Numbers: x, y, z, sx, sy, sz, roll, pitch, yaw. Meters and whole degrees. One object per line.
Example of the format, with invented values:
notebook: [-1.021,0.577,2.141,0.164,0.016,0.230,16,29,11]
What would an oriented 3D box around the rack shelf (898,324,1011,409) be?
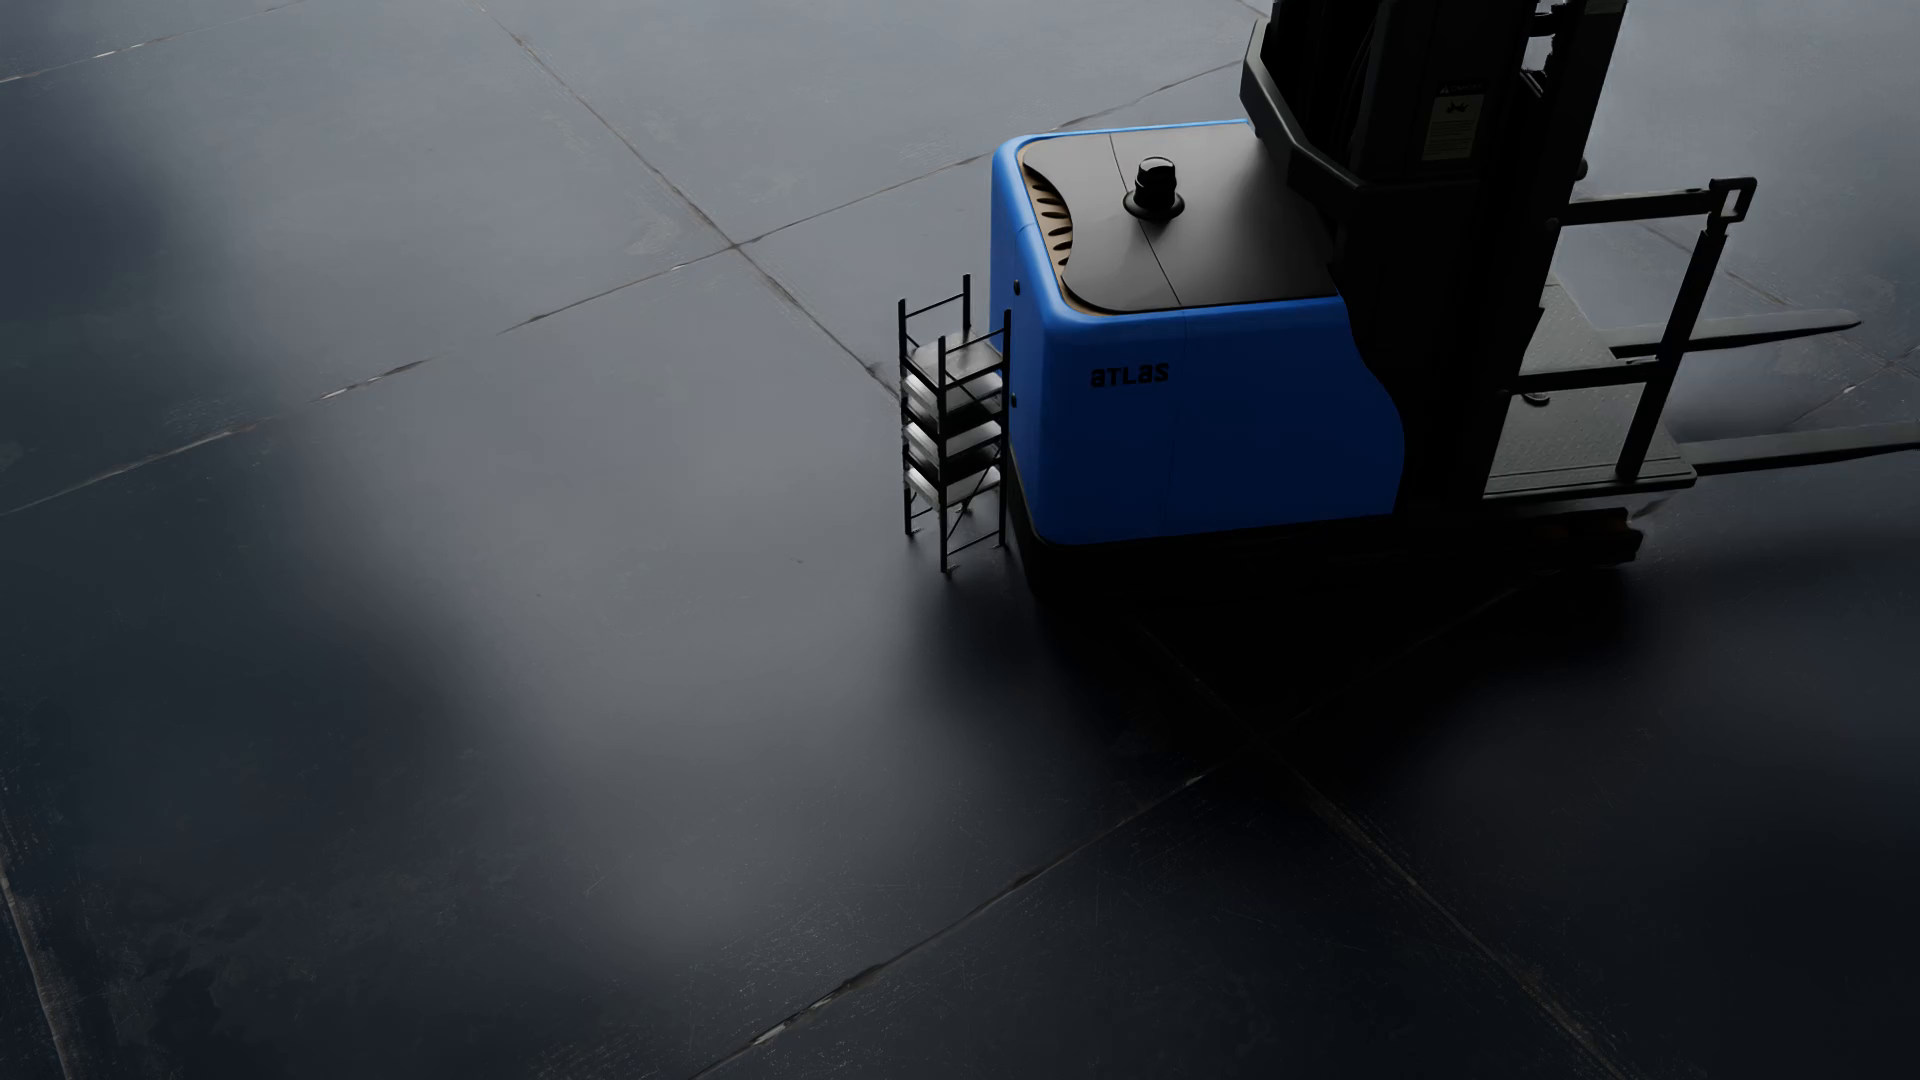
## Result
rack shelf: [-0.015,-0.501,4.780,0.258,0.077,0.200,-25,49,-24]

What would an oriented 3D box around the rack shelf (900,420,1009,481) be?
rack shelf: [-0.015,-0.305,4.966,0.258,0.077,0.200,-25,49,-24]

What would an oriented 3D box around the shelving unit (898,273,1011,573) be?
shelving unit: [-0.015,-0.329,4.943,0.258,0.900,0.210,-25,49,-24]

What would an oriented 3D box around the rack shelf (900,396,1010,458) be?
rack shelf: [-0.015,-0.370,4.904,0.258,0.077,0.200,-25,49,-24]

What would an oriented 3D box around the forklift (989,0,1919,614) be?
forklift: [1.644,-1.308,4.497,3.031,2.935,1.130,-6,44,-6]

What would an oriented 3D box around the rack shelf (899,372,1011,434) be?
rack shelf: [-0.015,-0.435,4.842,0.258,0.077,0.200,-25,49,-24]

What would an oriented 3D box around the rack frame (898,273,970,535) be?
rack frame: [-0.072,-0.388,5.004,0.240,0.900,0.006,-25,49,-24]

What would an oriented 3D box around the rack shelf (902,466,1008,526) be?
rack shelf: [-0.015,-0.175,5.091,0.258,0.077,0.200,-25,49,-24]

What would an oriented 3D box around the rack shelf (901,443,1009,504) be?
rack shelf: [-0.015,-0.240,5.028,0.258,0.077,0.200,-25,49,-24]

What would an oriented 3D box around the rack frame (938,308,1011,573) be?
rack frame: [0.041,-0.271,4.882,0.240,0.900,0.006,-25,49,-24]
